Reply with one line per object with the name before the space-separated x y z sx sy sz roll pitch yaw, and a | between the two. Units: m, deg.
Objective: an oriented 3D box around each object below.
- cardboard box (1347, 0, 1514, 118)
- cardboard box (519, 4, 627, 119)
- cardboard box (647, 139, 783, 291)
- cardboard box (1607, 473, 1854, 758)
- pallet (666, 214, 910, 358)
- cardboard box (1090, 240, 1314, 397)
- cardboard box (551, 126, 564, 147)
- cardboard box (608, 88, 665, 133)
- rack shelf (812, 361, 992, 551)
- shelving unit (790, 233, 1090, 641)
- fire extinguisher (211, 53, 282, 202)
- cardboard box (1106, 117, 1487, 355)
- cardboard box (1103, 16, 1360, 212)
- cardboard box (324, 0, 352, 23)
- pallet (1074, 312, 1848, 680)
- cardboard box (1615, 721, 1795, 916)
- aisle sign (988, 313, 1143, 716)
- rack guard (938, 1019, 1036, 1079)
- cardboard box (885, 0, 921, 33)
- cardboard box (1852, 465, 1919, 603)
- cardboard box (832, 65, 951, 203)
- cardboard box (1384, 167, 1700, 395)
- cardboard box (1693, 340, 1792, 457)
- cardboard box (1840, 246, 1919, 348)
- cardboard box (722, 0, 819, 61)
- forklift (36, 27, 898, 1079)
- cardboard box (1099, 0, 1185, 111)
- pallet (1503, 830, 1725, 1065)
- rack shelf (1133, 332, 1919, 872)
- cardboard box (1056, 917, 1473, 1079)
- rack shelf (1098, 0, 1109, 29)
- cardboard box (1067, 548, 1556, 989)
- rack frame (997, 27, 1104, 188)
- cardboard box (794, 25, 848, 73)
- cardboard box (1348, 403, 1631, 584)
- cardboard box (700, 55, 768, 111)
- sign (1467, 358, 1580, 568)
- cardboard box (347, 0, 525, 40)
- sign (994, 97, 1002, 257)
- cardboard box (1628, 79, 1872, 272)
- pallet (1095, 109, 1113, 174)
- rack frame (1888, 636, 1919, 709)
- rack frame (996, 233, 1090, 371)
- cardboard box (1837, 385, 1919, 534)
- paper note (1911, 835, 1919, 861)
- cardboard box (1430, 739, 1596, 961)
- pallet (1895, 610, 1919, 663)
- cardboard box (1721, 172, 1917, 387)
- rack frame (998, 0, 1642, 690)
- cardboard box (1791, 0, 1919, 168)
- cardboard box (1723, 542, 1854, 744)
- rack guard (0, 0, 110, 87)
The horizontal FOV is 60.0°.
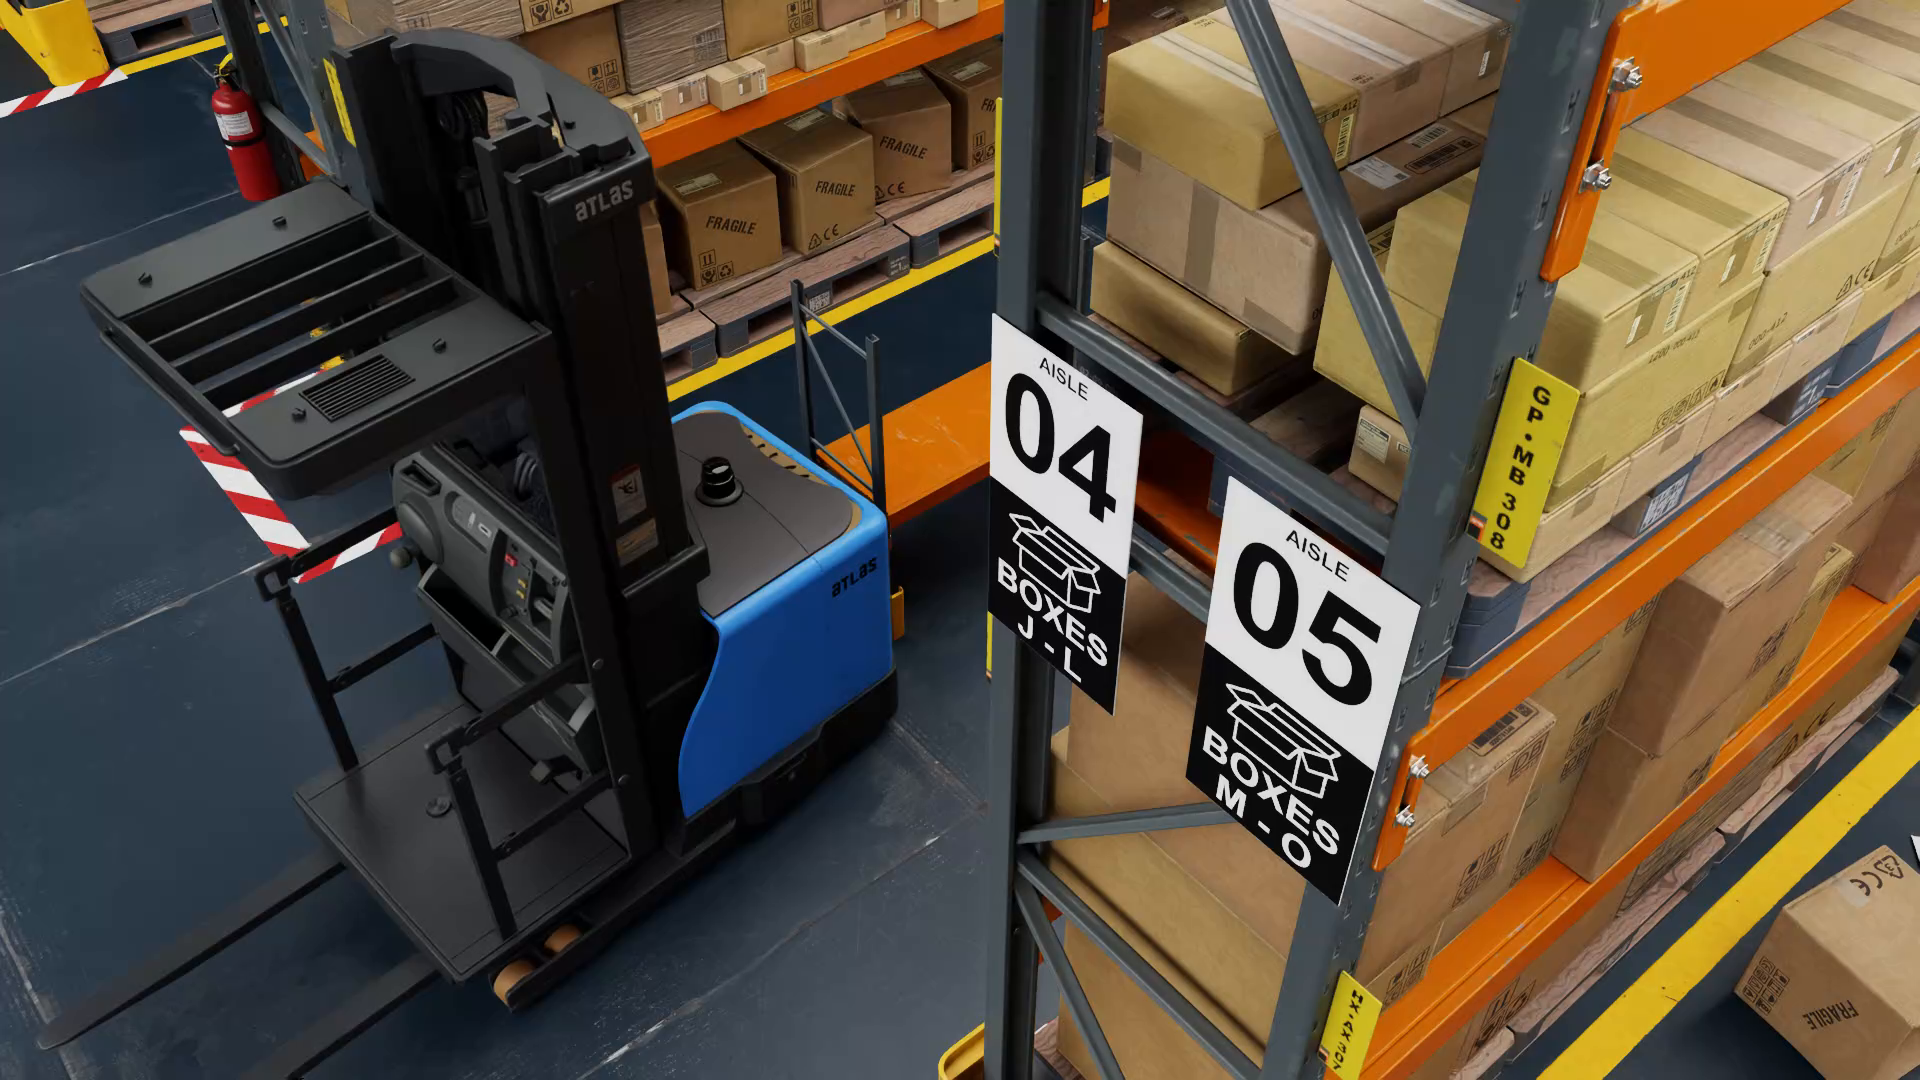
cardboard box | 0.865 -0.985 3.192 0.250 0.149 0.380 -29 50 -27
cardboard box | -1.924 -2.259 7.228 0.500 0.500 0.875 -30 51 -28
cardboard box | -1.251 -1.658 8.397 0.500 0.500 0.500 -25 49 -24
cardboard box | 1.624 -0.011 4.226 0.550 0.550 0.875 -30 51 -28
pallet | -1.031 -1.493 8.739 1.213 0.211 1.003 -30 51 -28
cardboard box | 0.472 -0.471 3.227 0.250 0.149 0.380 -30 51 -28
cardboard box | -1.893 -1.715 7.122 0.250 0.149 0.380 -30 51 -28
cardboard box | -1.518 -1.942 7.363 0.250 0.149 0.380 -30 51 -28
rack shelf | -0.065 -0.378 6.873 1.000 0.185 0.538 -30 51 -28
shelving unit | -0.058 -0.513 6.755 1.083 1.500 0.587 -30 51 -28
fire extinguisher | -3.053 -1.768 7.052 0.183 0.674 0.296 -30 51 -28
cardboard box | 0.631 -0.654 3.131 0.500 0.250 0.500 -29 50 -27
cardboard box | 0.475 -0.764 2.956 0.250 0.149 0.380 -29 51 -28
cardboard box | -2.407 -2.485 6.738 0.500 0.500 0.500 -30 51 -28
pallet | 0.997 -0.348 3.357 1.213 0.211 1.003 -30 51 -28
cardboard box | 2.287 0.546 5.776 0.875 0.875 0.875 -29 51 -28
aisle sign | 0.188 -0.030 3.245 0.004 0.787 0.394 -30 51 -28
rack guard | 0.416 1.966 4.845 0.348 0.500 1.175 -30 51 -28
cardboard box | -0.403 -2.629 8.096 0.250 0.149 0.380 -30 51 -28
cardboard box | 2.820 -0.346 5.371 0.550 0.550 0.875 -30 51 -28
cardboard box | -0.369 -2.193 8.967 0.500 0.500 0.500 -15 45 -16
cardboard box | 0.895 -0.417 2.587 0.250 0.149 0.380 -29 50 -27
cardboard box | 1.291 -0.351 3.099 0.250 0.149 0.380 -30 51 -28
cardboard box | 1.678 -0.573 3.335 0.250 0.149 0.380 -30 51 -28
cardboard box | -1.122 -2.670 7.665 0.500 0.500 0.875 -30 51 -28
forklift | -1.637 0.107 5.049 1.130 2.935 3.031 34 53 31
cardboard box | 0.883 -2.869 9.672 0.500 0.500 0.700 -34 53 -31
pallet | 1.933 1.135 5.941 1.213 0.211 1.003 -30 51 -28
rack shelf | 1.969 -0.665 4.155 4.000 0.370 1.077 -30 51 -28
cardboard box | 0.913 1.333 4.938 0.875 0.875 0.875 -29 51 -28
rack shelf | 1.932 -3.978 9.874 4.000 0.370 1.077 -30 51 -28
cardboard box | 0.744 0.453 3.732 0.550 0.550 0.875 -30 51 -28
rack frame | 0.398 -3.362 8.692 0.127 3.000 1.000 -30 51 -28
cardboard box | -0.738 -2.370 7.820 0.250 0.149 0.380 -30 51 -28
cardboard box | 0.904 -0.129 2.863 0.250 0.149 0.380 -29 51 -28
cardboard box | -1.086 -2.121 7.555 0.250 0.149 0.380 -30 51 -28
sign | 0.786 -0.103 2.334 0.005 0.325 0.100 -30 51 -28
cardboard box | -2.073 -2.213 6.448 0.500 0.500 0.500 -30 51 -28
sign | 0.097 -0.634 3.008 0.005 0.325 0.100 -30 51 -28
cardboard box | 1.284 -0.639 2.824 0.250 0.149 0.380 -30 51 -28
pallet | 0.994 -2.688 10.012 1.213 0.211 1.003 -30 51 -28
rack frame | 3.503 -0.713 5.871 0.127 3.000 1.000 -30 51 -28
rack frame | 0.324 -0.733 6.988 0.032 1.500 0.500 -30 51 -28
cardboard box | 2.348 -0.549 4.799 0.550 0.550 0.875 -30 51 -28
paper note | 3.568 1.140 6.067 0.147 0.020 0.142 7 44 7
cardboard box | 1.098 0.550 4.418 0.550 0.550 0.875 -30 51 -28
pallet | 4.047 -0.075 7.229 1.213 0.211 1.003 -30 51 -28
cardboard box | 1.358 -0.593 3.066 0.500 0.250 0.500 -30 51 -28
rack frame | 0.435 -1.143 1.947 0.127 3.000 1.000 -30 51 -28
cardboard box | 1.675 -0.863 3.062 0.250 0.149 0.380 -31 51 -29
cardboard box | 1.988 0.115 4.880 0.500 0.550 0.875 -30 51 -28
rack guard | -5.820 -3.353 10.508 0.348 0.500 1.175 -30 51 -28
